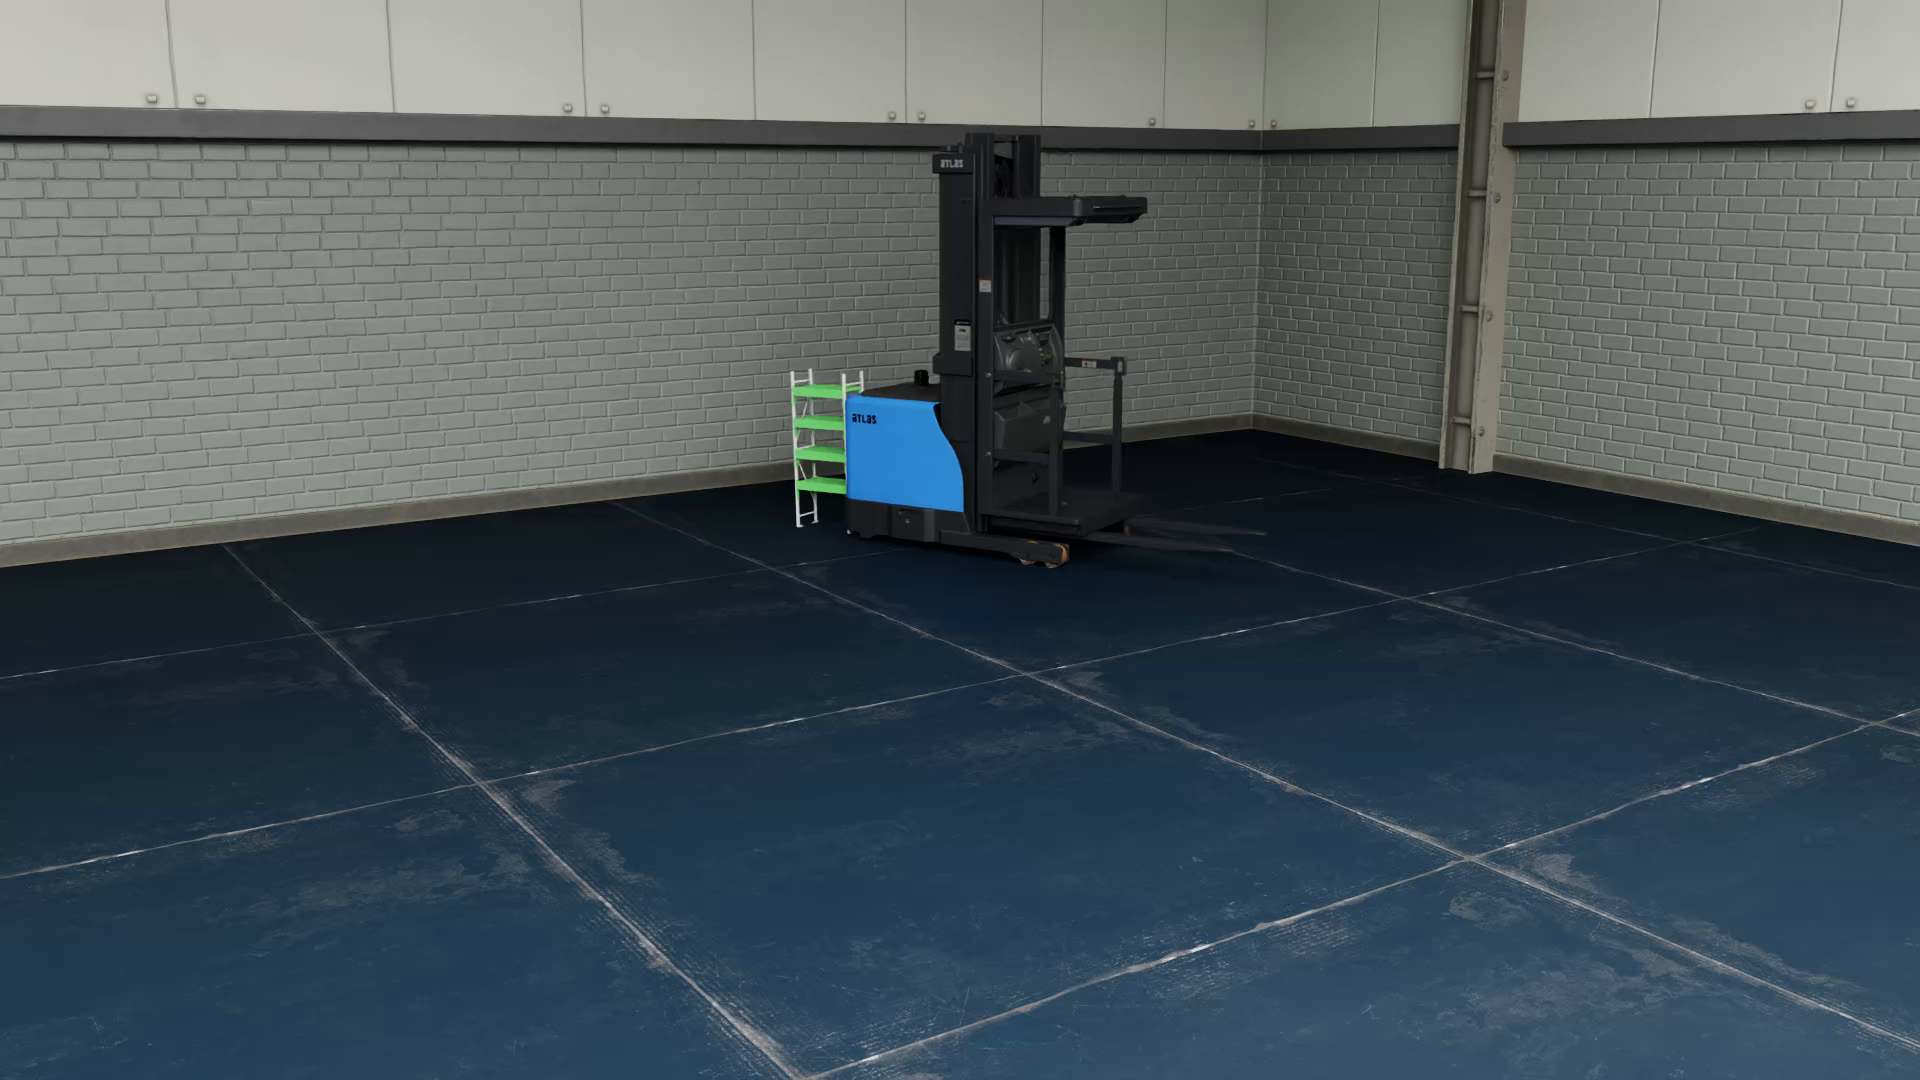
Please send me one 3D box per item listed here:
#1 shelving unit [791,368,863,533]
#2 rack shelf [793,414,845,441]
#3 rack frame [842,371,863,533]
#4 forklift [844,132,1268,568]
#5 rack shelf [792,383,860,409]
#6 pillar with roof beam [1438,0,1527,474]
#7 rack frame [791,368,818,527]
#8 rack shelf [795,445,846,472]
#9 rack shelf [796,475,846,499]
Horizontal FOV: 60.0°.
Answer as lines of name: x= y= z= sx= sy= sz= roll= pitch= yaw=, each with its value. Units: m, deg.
shelving unit: x=-0.994 y=-0.686 z=12.662 sx=0.503 sy=1.200 sz=0.258 roll=6 pitch=14 yaw=33
rack shelf: x=-0.998 y=-0.858 z=12.627 sx=0.480 sy=0.148 sz=0.258 roll=6 pitch=14 yaw=33
rack frame: x=-0.790 y=-0.663 z=12.530 sx=0.015 sy=1.200 sz=0.240 roll=6 pitch=14 yaw=33
forklift: x=0.670 y=-1.368 z=11.758 sx=3.031 sy=2.935 sz=1.130 roll=7 pitch=14 yaw=30
rack shelf: x=-1.002 y=-1.093 z=12.579 sx=0.480 sy=0.148 sz=0.258 roll=6 pitch=14 yaw=33
pillar with roof beam: x=1.089 y=-4.541 z=12.061 sx=9.100 sy=9.000 sz=0.400 roll=-8 pitch=15 yaw=-33
rack frame: x=-1.198 y=-0.709 z=12.794 sx=0.015 sy=1.200 sz=0.240 roll=6 pitch=14 yaw=33
rack shelf: x=-0.993 y=-0.623 z=12.675 sx=0.480 sy=0.148 sz=0.258 roll=6 pitch=14 yaw=33
rack shelf: x=-0.988 y=-0.388 z=12.723 sx=0.480 sy=0.148 sz=0.258 roll=6 pitch=14 yaw=33
